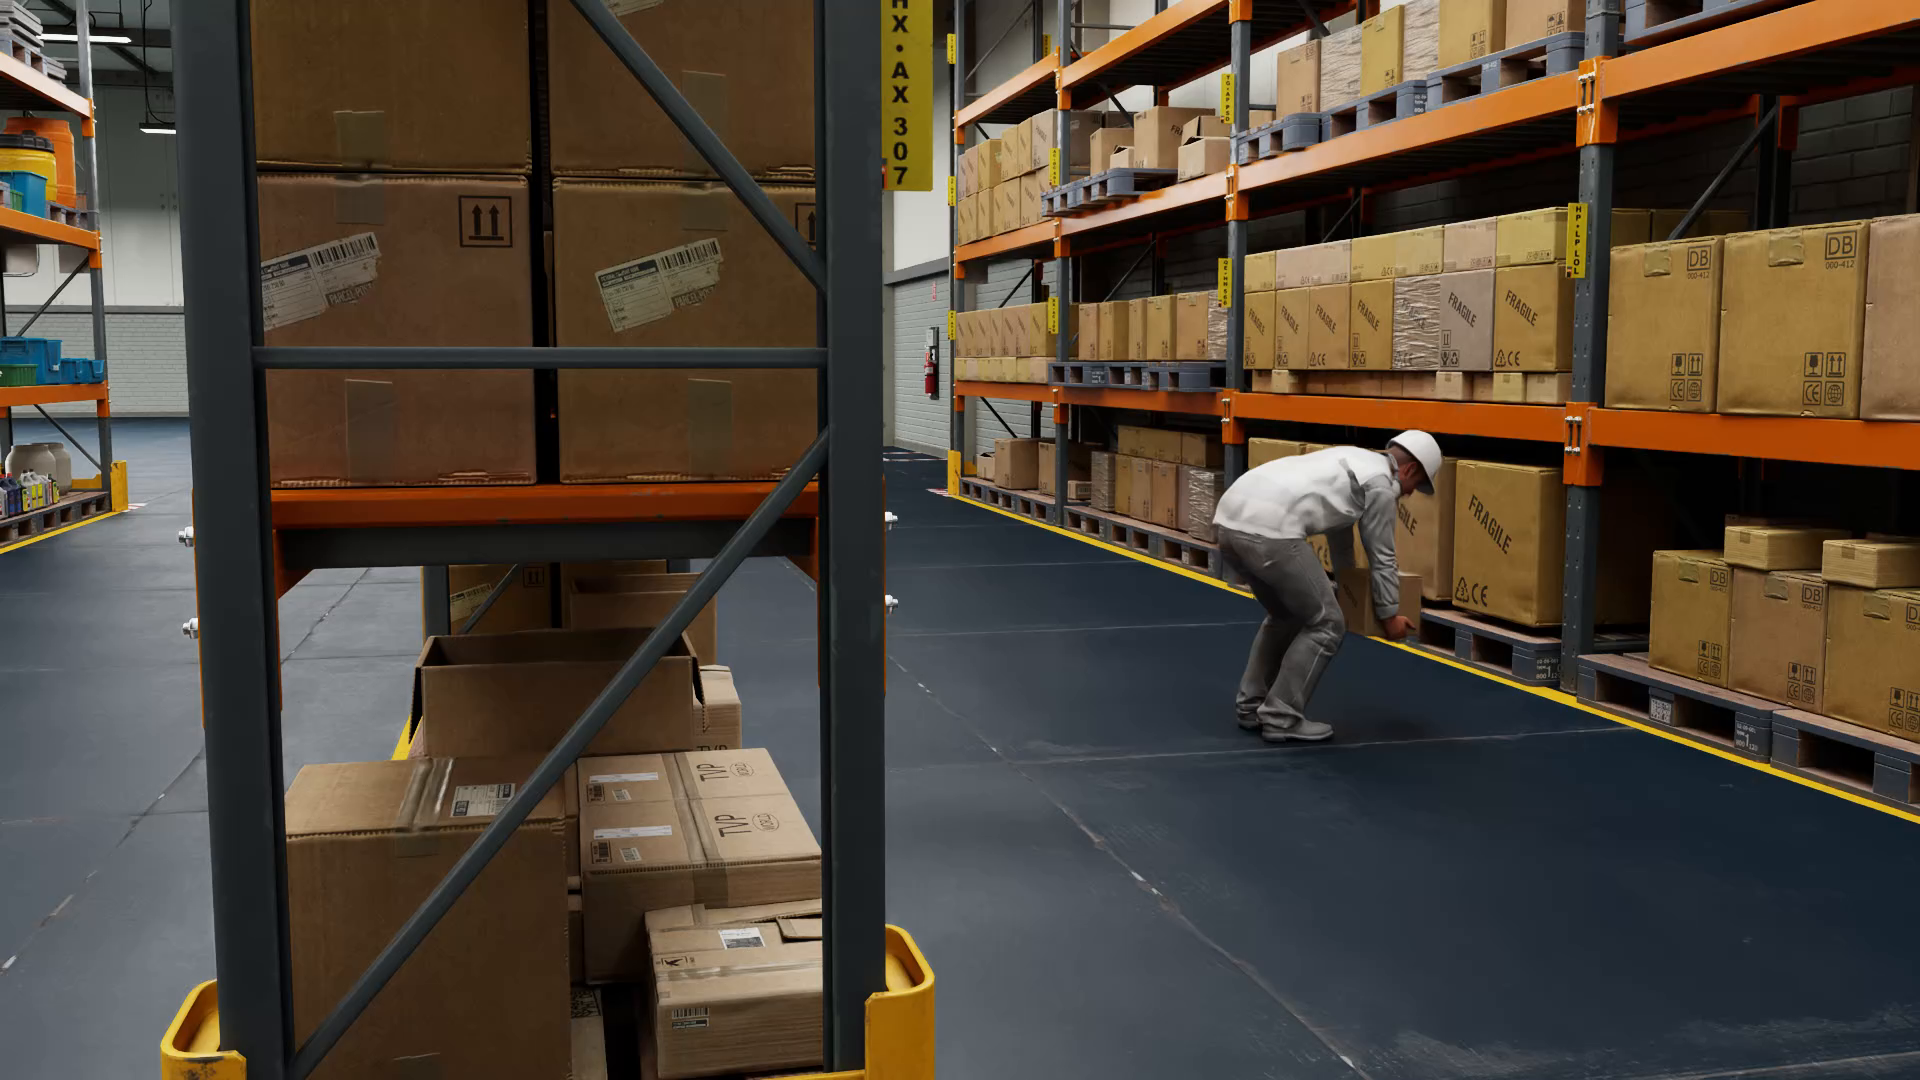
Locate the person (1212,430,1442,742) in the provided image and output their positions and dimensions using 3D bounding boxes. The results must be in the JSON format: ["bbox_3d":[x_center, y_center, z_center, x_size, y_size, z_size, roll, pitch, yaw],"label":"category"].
[{"bbox_3d":[1.518,0.171,6.797,0.975,1.228,0.483,-2,6,-16],"label":"person"}]
